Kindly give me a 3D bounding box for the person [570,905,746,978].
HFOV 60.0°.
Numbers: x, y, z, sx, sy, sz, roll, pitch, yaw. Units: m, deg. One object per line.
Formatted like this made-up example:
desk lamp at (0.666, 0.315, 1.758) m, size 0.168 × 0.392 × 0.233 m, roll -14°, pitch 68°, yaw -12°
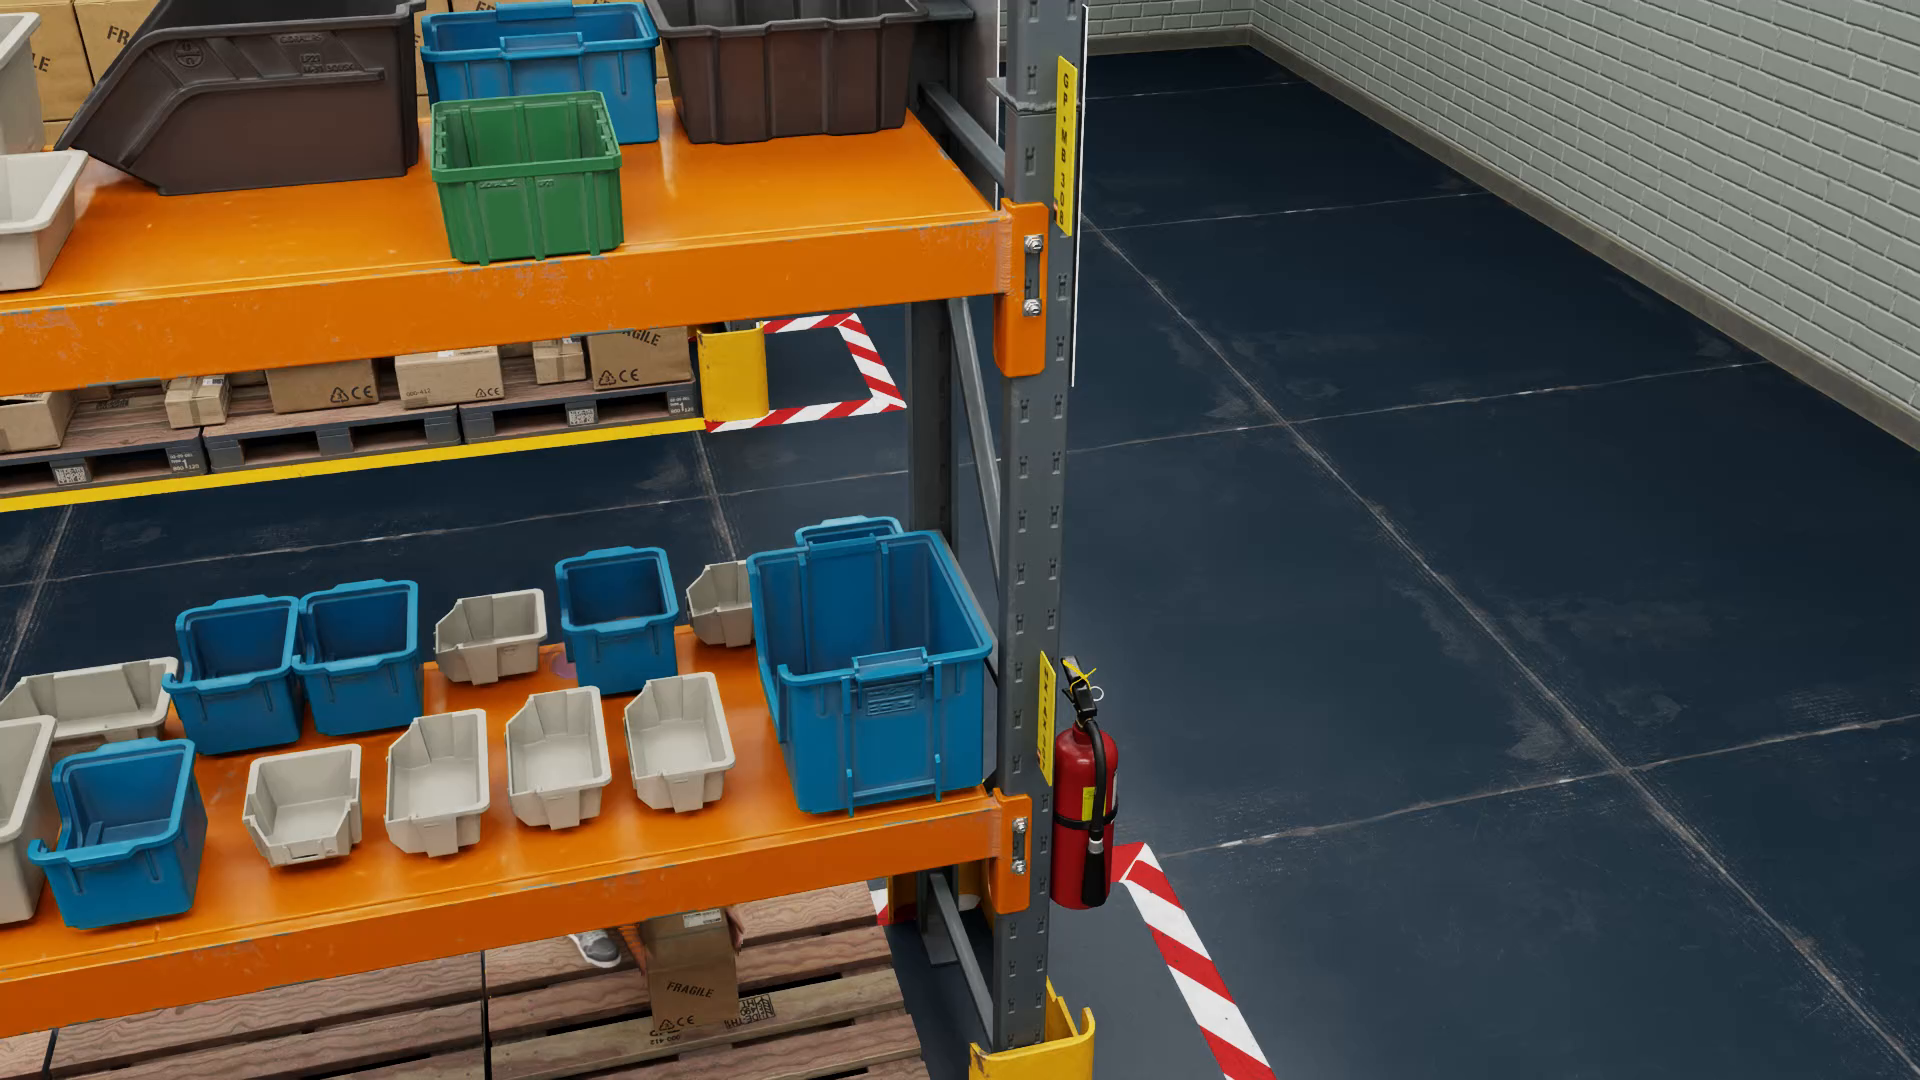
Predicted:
person at (-1.004, 0.868, 4.974) m, size 0.442 × 0.880 × 0.792 m, roll -25°, pitch 39°, yaw -36°
